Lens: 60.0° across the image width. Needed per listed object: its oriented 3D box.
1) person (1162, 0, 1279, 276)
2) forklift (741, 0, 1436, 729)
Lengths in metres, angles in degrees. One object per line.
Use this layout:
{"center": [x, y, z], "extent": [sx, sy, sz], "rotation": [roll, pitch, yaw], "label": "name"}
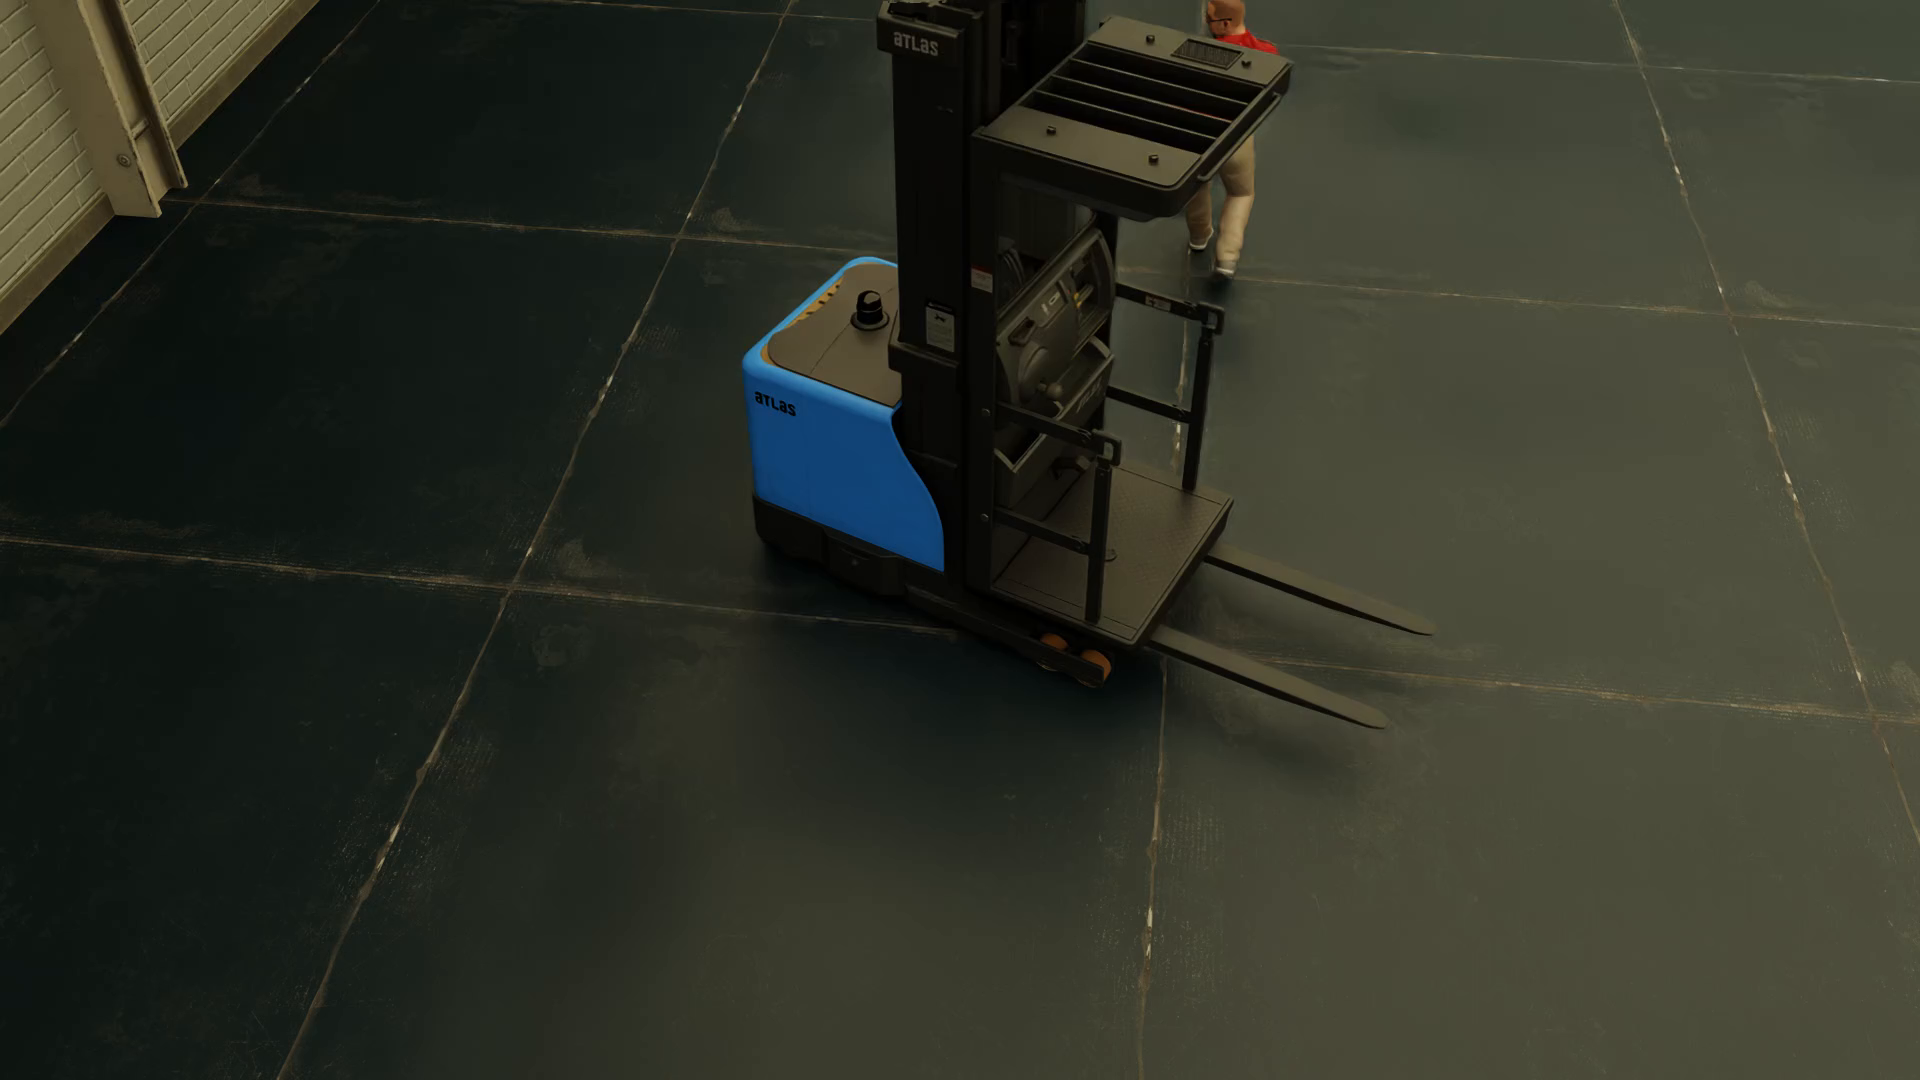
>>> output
{"center": [1.406, -2.208, 9.097], "extent": [0.598, 1.649, 0.840], "rotation": [5, 43, 6], "label": "person"}
{"center": [0.572, -0.857, 6.657], "extent": [3.031, 2.935, 1.130], "rotation": [21, 47, 22], "label": "forklift"}
